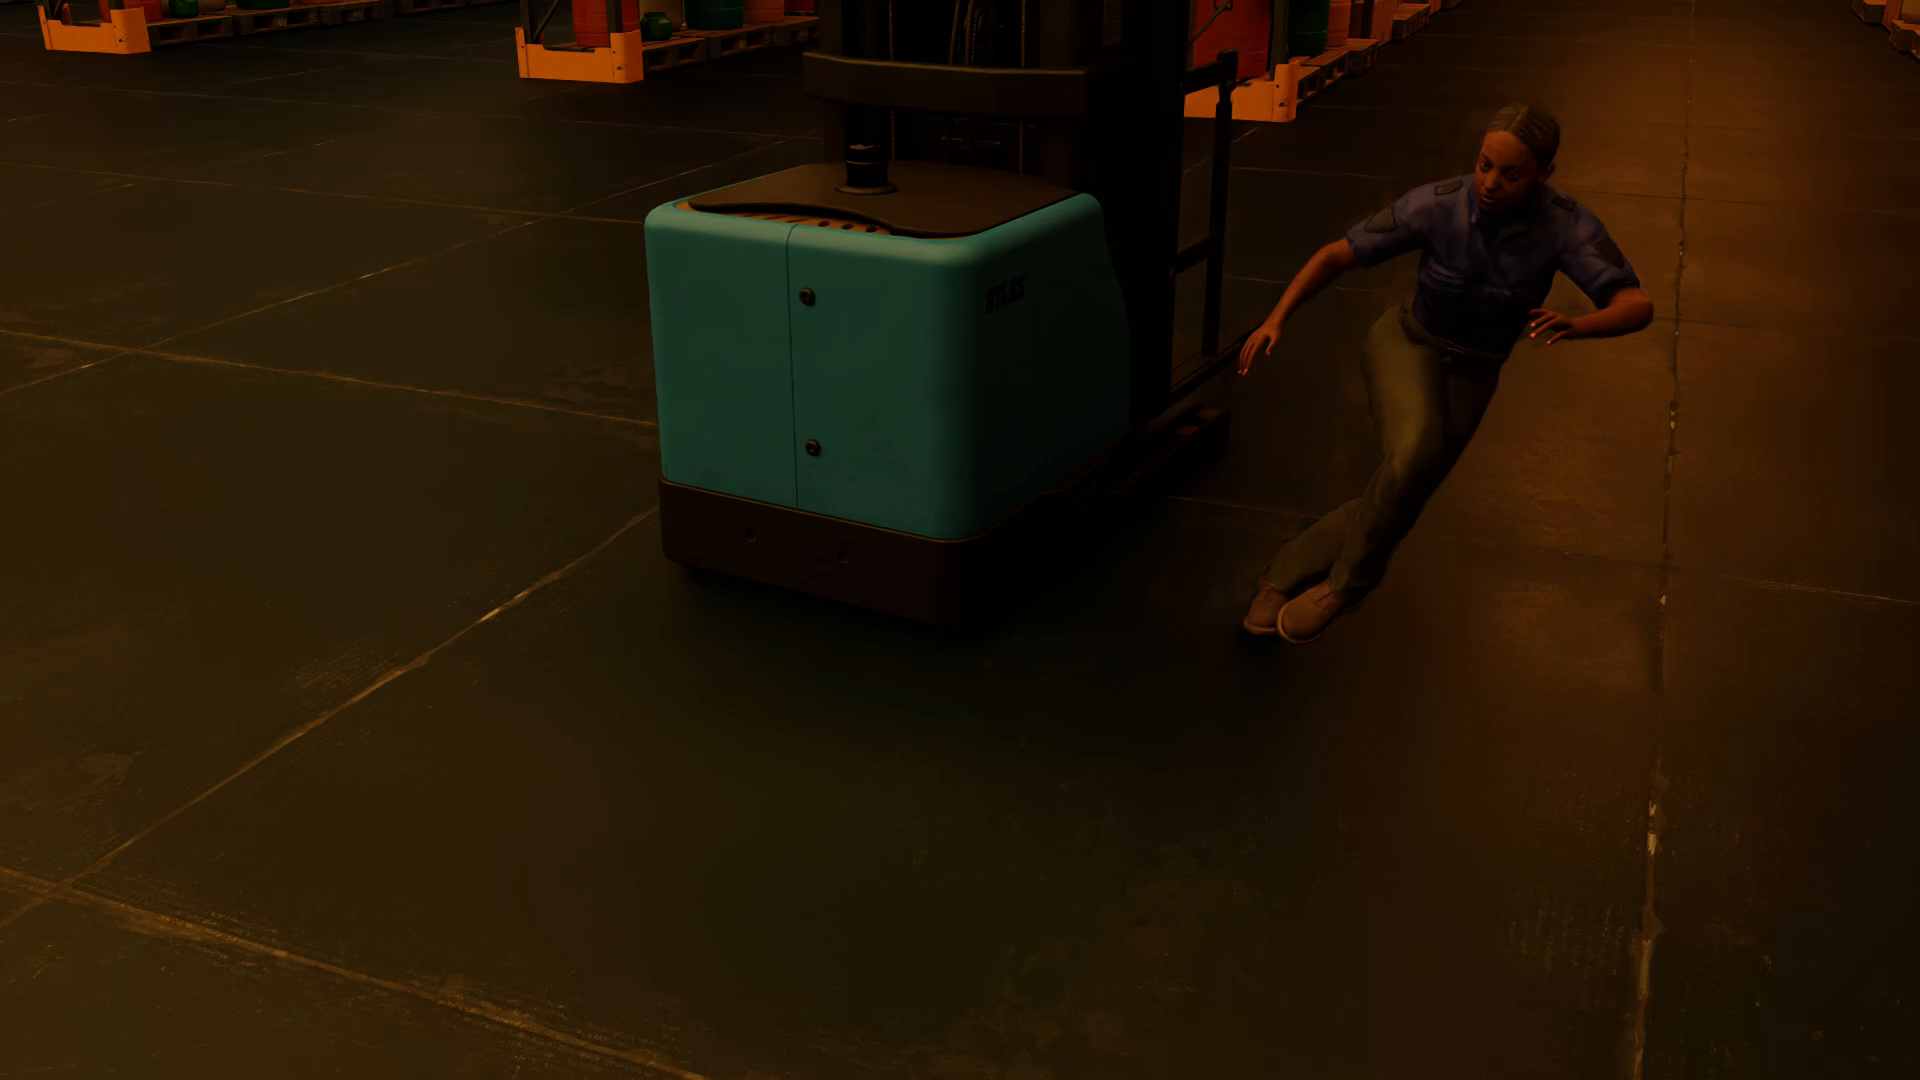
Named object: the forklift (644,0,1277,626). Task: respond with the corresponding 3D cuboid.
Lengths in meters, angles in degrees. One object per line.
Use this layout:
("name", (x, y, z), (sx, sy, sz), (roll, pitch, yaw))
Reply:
("forklift", (0.291, -1.654, 5.250), (1.130, 2.935, 3.031), (12, 26, 27))

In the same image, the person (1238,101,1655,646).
("person", (1.125, -0.349, 4.042), (0.899, 1.421, 0.840), (0, 23, 0))
